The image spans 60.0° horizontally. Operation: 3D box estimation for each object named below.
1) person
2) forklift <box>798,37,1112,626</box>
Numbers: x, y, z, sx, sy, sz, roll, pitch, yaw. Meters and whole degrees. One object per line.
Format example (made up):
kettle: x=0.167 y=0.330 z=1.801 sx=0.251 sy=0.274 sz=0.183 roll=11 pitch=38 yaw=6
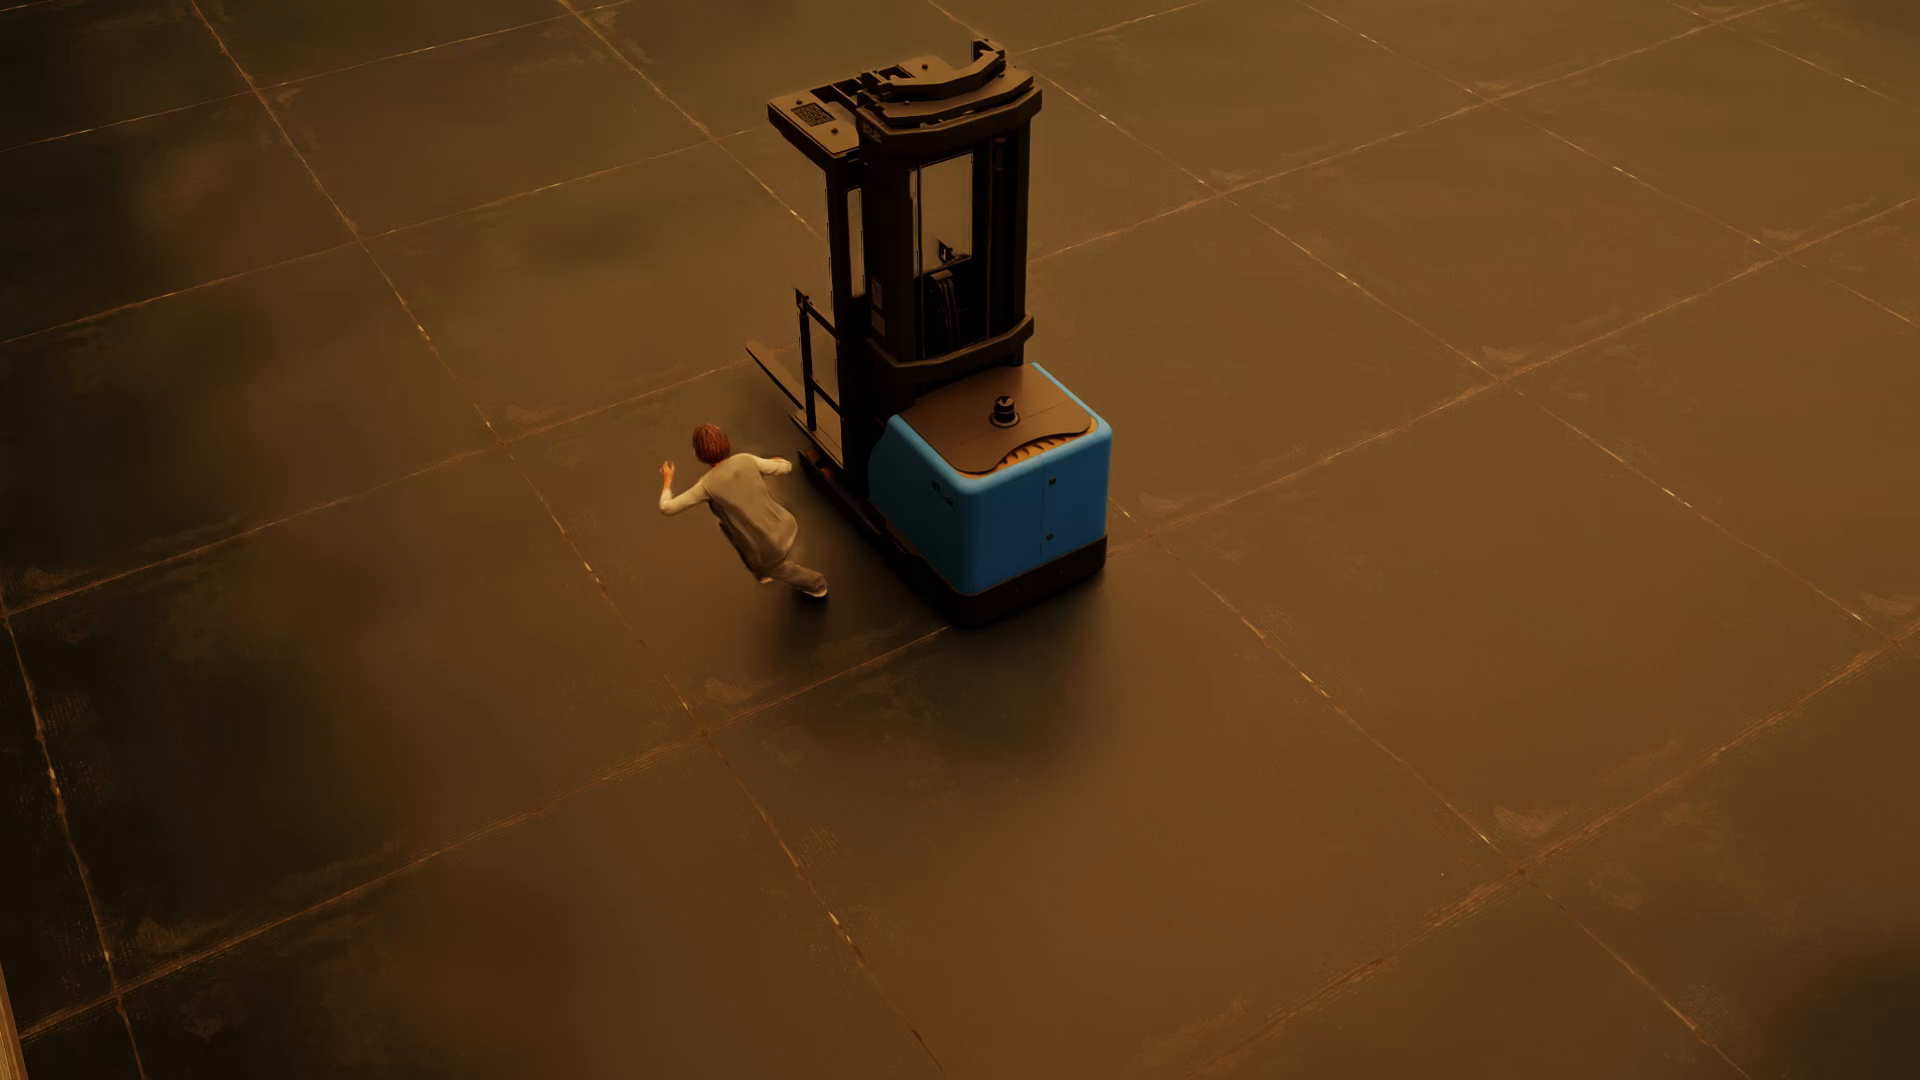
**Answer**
person: x=-1.180 y=-0.018 z=9.217 sx=0.665 sy=1.178 sz=0.771 roll=20 pitch=45 yaw=21
forklift: x=-0.361 y=-1.557 z=9.653 sx=1.130 sy=2.935 sz=3.031 roll=-23 pitch=46 yaw=-24
